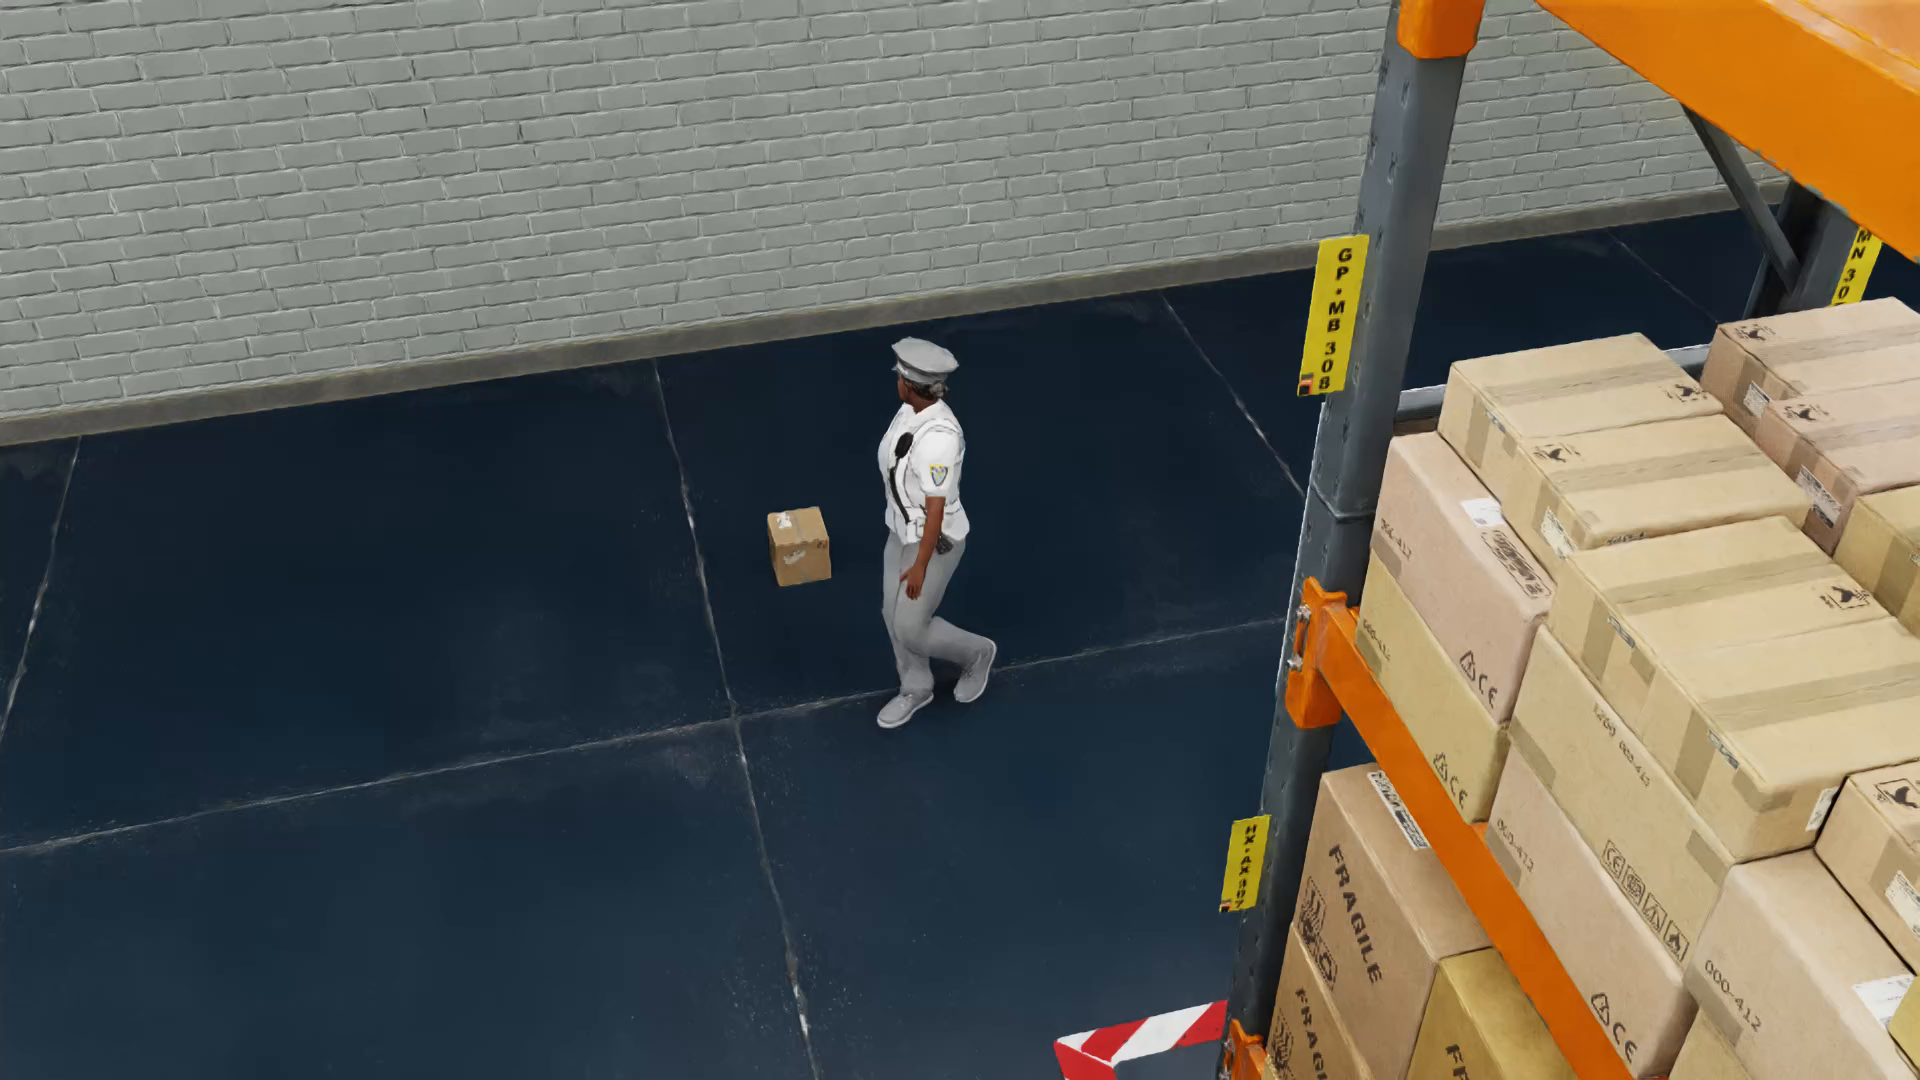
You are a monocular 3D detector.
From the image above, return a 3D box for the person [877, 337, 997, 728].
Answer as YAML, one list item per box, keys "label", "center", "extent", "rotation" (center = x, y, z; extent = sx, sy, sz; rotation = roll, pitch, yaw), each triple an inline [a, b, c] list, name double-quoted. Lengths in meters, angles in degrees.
- label: "person"
  center: [-0.162, -0.014, 6.753]
  extent: [0.555, 1.632, 0.527]
  rotation: [-15, 41, -18]
